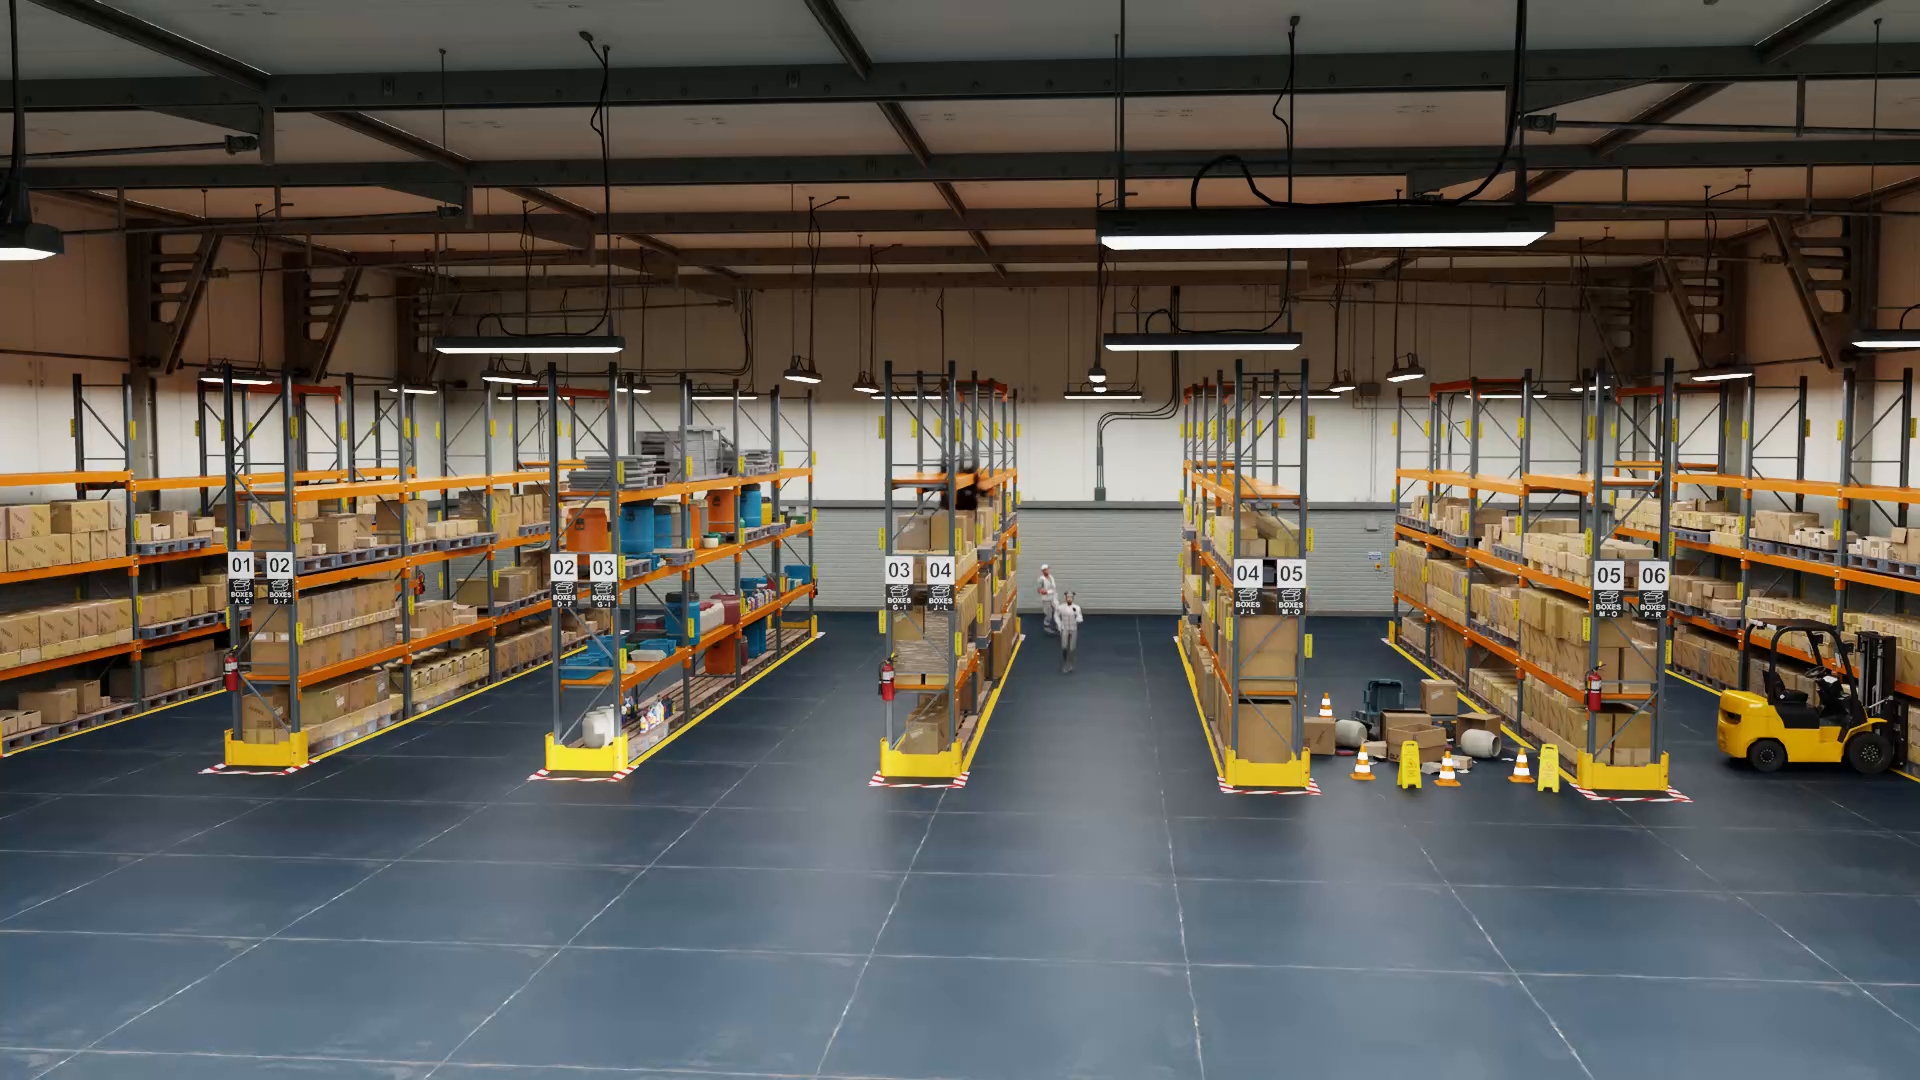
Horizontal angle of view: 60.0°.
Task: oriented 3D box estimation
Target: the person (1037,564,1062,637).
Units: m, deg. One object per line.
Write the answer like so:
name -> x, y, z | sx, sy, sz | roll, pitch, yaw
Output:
person -> 2.147, 1.467, 40.208 | 0.668, 1.771, 0.742 | -2, 4, -31

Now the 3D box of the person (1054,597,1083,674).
person -> 2.247, 1.929, 34.357 | 0.591, 1.685, 0.661 | 0, 4, 1
